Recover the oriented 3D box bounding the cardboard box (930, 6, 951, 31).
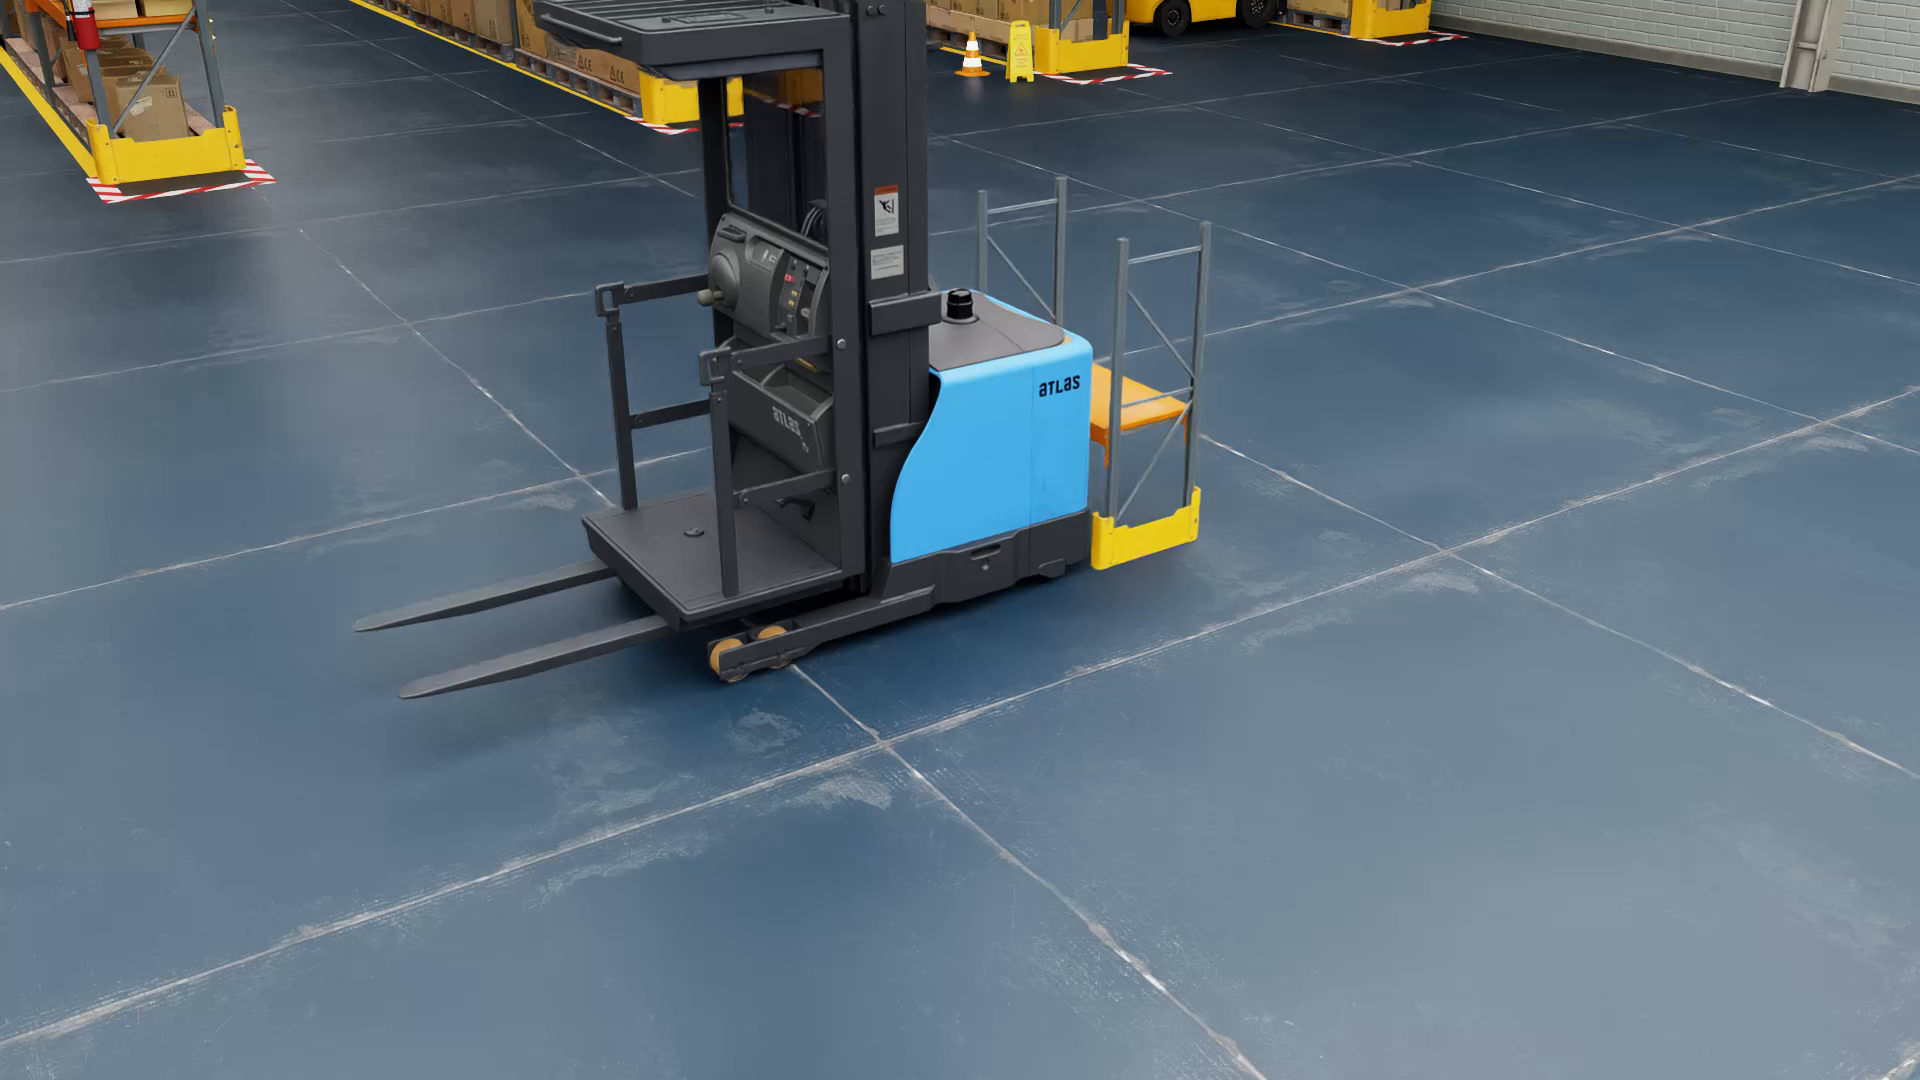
[{"bbox_3d":[-0.035,-6.575,20.893,0.500,0.250,0.500,-16,30,-30],"label":"cardboard box"}]

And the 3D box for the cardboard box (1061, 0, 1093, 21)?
[{"bbox_3d":[1.238,-6.496,19.848,0.500,0.500,0.500,-17,30,-31],"label":"cardboard box"}]

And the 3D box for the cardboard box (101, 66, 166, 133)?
[{"bbox_3d":[-7.524,-4.032,15.214,0.500,0.500,0.500,-8,26,-16],"label":"cardboard box"}]

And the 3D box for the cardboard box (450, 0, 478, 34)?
[{"bbox_3d":[-5.753,-6.810,20.805,1.050,0.750,0.750,-16,29,-30],"label":"cardboard box"}]

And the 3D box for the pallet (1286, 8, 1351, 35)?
[{"bbox_3d":[5.165,-7.010,22.352,1.003,0.211,1.213,-16,29,-30],"label":"pallet"}]

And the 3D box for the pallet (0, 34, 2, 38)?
[{"bbox_3d":[-12.239,-6.876,22.068,1.003,0.211,1.213,-16,29,-30],"label":"pallet"}]

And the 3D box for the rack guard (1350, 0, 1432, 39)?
[{"bbox_3d":[5.630,-6.868,21.714,1.175,0.500,0.348,-16,29,-30],"label":"rack guard"}]

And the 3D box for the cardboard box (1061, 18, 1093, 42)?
[{"bbox_3d":[1.252,-6.149,19.990,0.500,0.250,0.500,-16,30,-30],"label":"cardboard box"}]

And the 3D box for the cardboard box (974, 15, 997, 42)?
[{"bbox_3d":[0.518,-6.209,20.118,0.500,0.250,0.500,-15,29,-29],"label":"cardboard box"}]

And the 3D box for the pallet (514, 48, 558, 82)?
[{"bbox_3d":[-4.466,-5.539,19.236,1.003,0.211,1.213,-16,29,-30],"label":"pallet"}]

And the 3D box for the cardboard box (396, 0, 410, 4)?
[{"bbox_3d":[-7.577,-7.755,23.100,0.500,0.500,0.500,-16,29,-30],"label":"cardboard box"}]

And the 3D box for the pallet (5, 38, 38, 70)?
[{"bbox_3d":[-10.784,-5.860,19.917,1.003,0.211,1.213,-16,29,-30],"label":"pallet"}]

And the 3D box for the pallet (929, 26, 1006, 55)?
[{"bbox_3d":[0.343,-6.350,20.954,1.003,0.211,1.213,-16,29,-30],"label":"pallet"}]

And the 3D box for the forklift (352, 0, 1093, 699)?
[{"bbox_3d":[-0.937,-1.023,6.484,3.031,2.935,1.130,-16,29,-30],"label":"forklift"}]

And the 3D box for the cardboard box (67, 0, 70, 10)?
[{"bbox_3d":[-7.487,-4.647,14.374,0.380,0.149,0.250,-16,29,-30],"label":"cardboard box"}]

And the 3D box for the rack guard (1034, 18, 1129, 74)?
[{"bbox_3d":[1.419,-5.746,19.336,1.175,0.500,0.348,-16,29,-30],"label":"rack guard"}]

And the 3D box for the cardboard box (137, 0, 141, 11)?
[{"bbox_3d":[-6.919,-4.678,14.439,0.380,0.149,0.250,-16,29,-30],"label":"cardboard box"}]

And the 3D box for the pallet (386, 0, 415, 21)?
[{"bbox_3d":[-7.424,-7.540,23.474,1.003,0.211,1.213,-16,29,-30],"label":"pallet"}]

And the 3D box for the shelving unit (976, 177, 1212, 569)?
[{"bbox_3d":[0.570,-0.804,7.696,0.587,1.500,1.083,-16,30,-31],"label":"shelving unit"}]

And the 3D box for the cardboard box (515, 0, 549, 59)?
[{"bbox_3d":[-4.531,-6.078,19.108,0.875,0.875,0.875,-15,29,-29],"label":"cardboard box"}]

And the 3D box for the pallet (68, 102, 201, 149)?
[{"bbox_3d":[-7.960,-4.041,16.062,1.003,0.211,1.213,-16,29,-30],"label":"pallet"}]

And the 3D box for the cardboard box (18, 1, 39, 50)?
[{"bbox_3d":[-10.514,-6.039,19.442,0.700,0.500,0.500,-18,31,-34],"label":"cardboard box"}]

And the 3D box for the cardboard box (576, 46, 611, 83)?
[{"bbox_3d":[-3.539,-5.430,17.736,0.875,0.875,0.875,-16,30,-30],"label":"cardboard box"}]

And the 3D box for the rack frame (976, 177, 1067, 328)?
[{"bbox_3d":[0.290,-0.980,8.069,0.500,1.500,0.032,-16,30,-31],"label":"rack frame"}]

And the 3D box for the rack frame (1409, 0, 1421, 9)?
[{"bbox_3d":[5.617,-8.007,21.198,1.000,3.000,0.127,-16,29,-30],"label":"rack frame"}]

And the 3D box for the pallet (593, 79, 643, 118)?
[{"bbox_3d":[-3.134,-4.666,17.387,1.003,0.211,1.213,-16,29,-30],"label":"pallet"}]

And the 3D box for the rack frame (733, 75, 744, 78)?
[{"bbox_3d":[-2.632,-5.660,16.225,1.000,3.000,0.127,-16,29,-30],"label":"rack frame"}]

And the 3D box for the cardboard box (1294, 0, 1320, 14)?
[{"bbox_3d":[4.833,-7.228,22.277,0.500,0.250,0.500,-16,29,-30],"label":"cardboard box"}]

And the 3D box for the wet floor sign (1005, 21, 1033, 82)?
[{"bbox_3d":[0.668,-5.467,18.576,0.267,0.644,0.232,-6,26,-12],"label":"wet floor sign"}]

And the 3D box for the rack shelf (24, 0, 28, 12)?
[{"bbox_3d":[-10.118,-6.361,18.553,1.077,0.370,4.000,-16,29,-30],"label":"rack shelf"}]

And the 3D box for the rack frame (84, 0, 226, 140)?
[{"bbox_3d":[-6.843,-4.540,13.853,1.000,3.000,0.127,-16,29,-30],"label":"rack frame"}]

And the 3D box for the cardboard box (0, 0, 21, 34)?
[{"bbox_3d":[-11.569,-6.882,20.811,1.225,0.875,0.875,-17,30,-32],"label":"cardboard box"}]

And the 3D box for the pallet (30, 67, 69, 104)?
[{"bbox_3d":[-9.452,-4.988,18.068,1.003,0.211,1.213,-16,29,-30],"label":"pallet"}]

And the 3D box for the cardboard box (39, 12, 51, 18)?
[{"bbox_3d":[-9.894,-5.639,18.594,0.700,0.500,0.500,-18,31,-34],"label":"cardboard box"}]

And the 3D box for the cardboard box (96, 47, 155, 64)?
[{"bbox_3d":[-8.118,-4.471,16.143,0.500,0.500,0.500,-19,31,-34],"label":"cardboard box"}]

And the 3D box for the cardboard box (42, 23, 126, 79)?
[{"bbox_3d":[-9.343,-5.264,17.799,0.700,0.500,0.500,-18,31,-33],"label":"cardboard box"}]

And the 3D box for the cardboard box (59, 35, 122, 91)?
[{"bbox_3d":[-8.841,-4.878,17.005,0.500,0.500,0.500,-17,30,-31],"label":"cardboard box"}]

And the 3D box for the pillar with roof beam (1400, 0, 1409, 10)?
[{"bbox_3d":[2.385,-10.176,18.765,9.100,9.000,0.400,-16,29,-30],"label":"pillar with roof beam"}]

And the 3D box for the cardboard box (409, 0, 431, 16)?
[{"bbox_3d":[-6.742,-7.455,22.171,1.050,0.750,0.750,-16,30,-30],"label":"cardboard box"}]

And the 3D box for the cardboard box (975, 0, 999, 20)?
[{"bbox_3d":[0.517,-6.547,19.954,0.500,0.500,0.500,-14,29,-28],"label":"cardboard box"}]

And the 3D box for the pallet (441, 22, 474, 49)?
[{"bbox_3d":[-5.970,-6.524,21.324,1.003,0.211,1.213,-16,29,-30],"label":"pallet"}]

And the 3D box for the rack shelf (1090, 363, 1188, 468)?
[{"bbox_3d":[0.575,-0.638,7.766,0.538,0.185,1.000,-16,30,-31],"label":"rack shelf"}]

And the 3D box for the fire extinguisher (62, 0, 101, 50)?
[{"bbox_3d":[-7.166,-4.356,13.555,0.296,0.674,0.183,-16,29,-30],"label":"fire extinguisher"}]

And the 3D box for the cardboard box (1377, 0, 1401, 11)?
[{"bbox_3d":[5.513,-7.175,22.164,0.500,0.250,0.500,-15,29,-29],"label":"cardboard box"}]

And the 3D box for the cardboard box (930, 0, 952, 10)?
[{"bbox_3d":[-0.044,-6.917,20.739,0.500,0.500,0.500,-14,29,-27],"label":"cardboard box"}]
